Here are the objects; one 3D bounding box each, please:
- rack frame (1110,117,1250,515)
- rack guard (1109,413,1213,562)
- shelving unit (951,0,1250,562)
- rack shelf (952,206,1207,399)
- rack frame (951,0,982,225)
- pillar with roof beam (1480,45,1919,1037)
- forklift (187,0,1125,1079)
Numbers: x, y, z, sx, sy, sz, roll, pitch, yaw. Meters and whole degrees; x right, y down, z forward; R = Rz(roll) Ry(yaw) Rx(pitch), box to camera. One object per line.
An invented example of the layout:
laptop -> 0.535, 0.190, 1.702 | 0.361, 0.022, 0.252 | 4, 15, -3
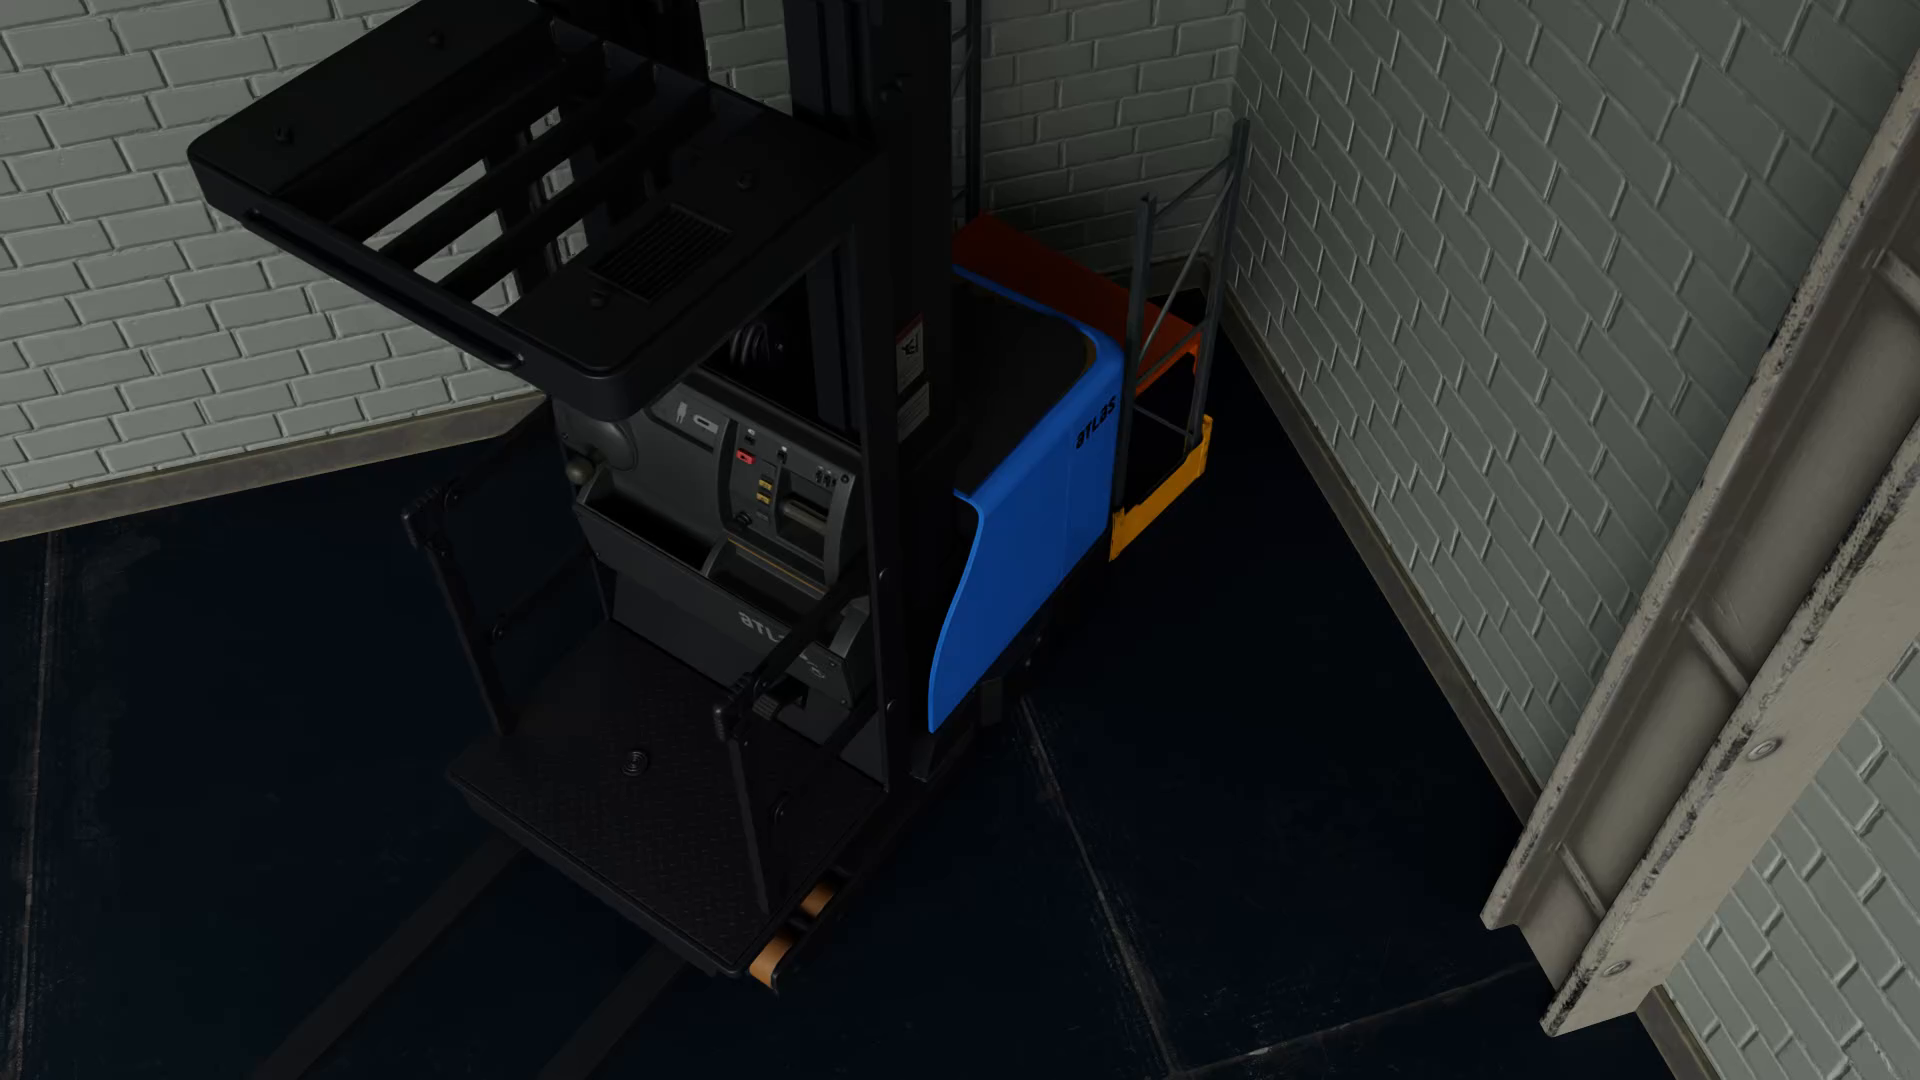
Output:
rack frame -> 0.667, -0.591, 5.267 | 0.032, 1.500, 0.500 | 33, 57, 25
rack guard -> 0.666, -0.189, 5.745 | 0.087, 0.250, 0.587 | 33, 57, 25
shelving unit -> 0.288, -0.839, 5.476 | 1.083, 1.500, 0.587 | 33, 57, 25
rack shelf -> 0.281, -0.728, 5.618 | 1.000, 0.185, 0.538 | 33, 57, 25
rack frame -> -0.105, -1.096, 5.693 | 0.032, 1.500, 0.500 | 33, 57, 25
pillar with roof beam -> -2.399, -0.732, 0.481 | 9.100, 9.000, 0.400 | -13, 51, -11
forklift -> -0.758, -0.116, 3.931 | 1.130, 2.935, 3.031 | 28, 55, 22
